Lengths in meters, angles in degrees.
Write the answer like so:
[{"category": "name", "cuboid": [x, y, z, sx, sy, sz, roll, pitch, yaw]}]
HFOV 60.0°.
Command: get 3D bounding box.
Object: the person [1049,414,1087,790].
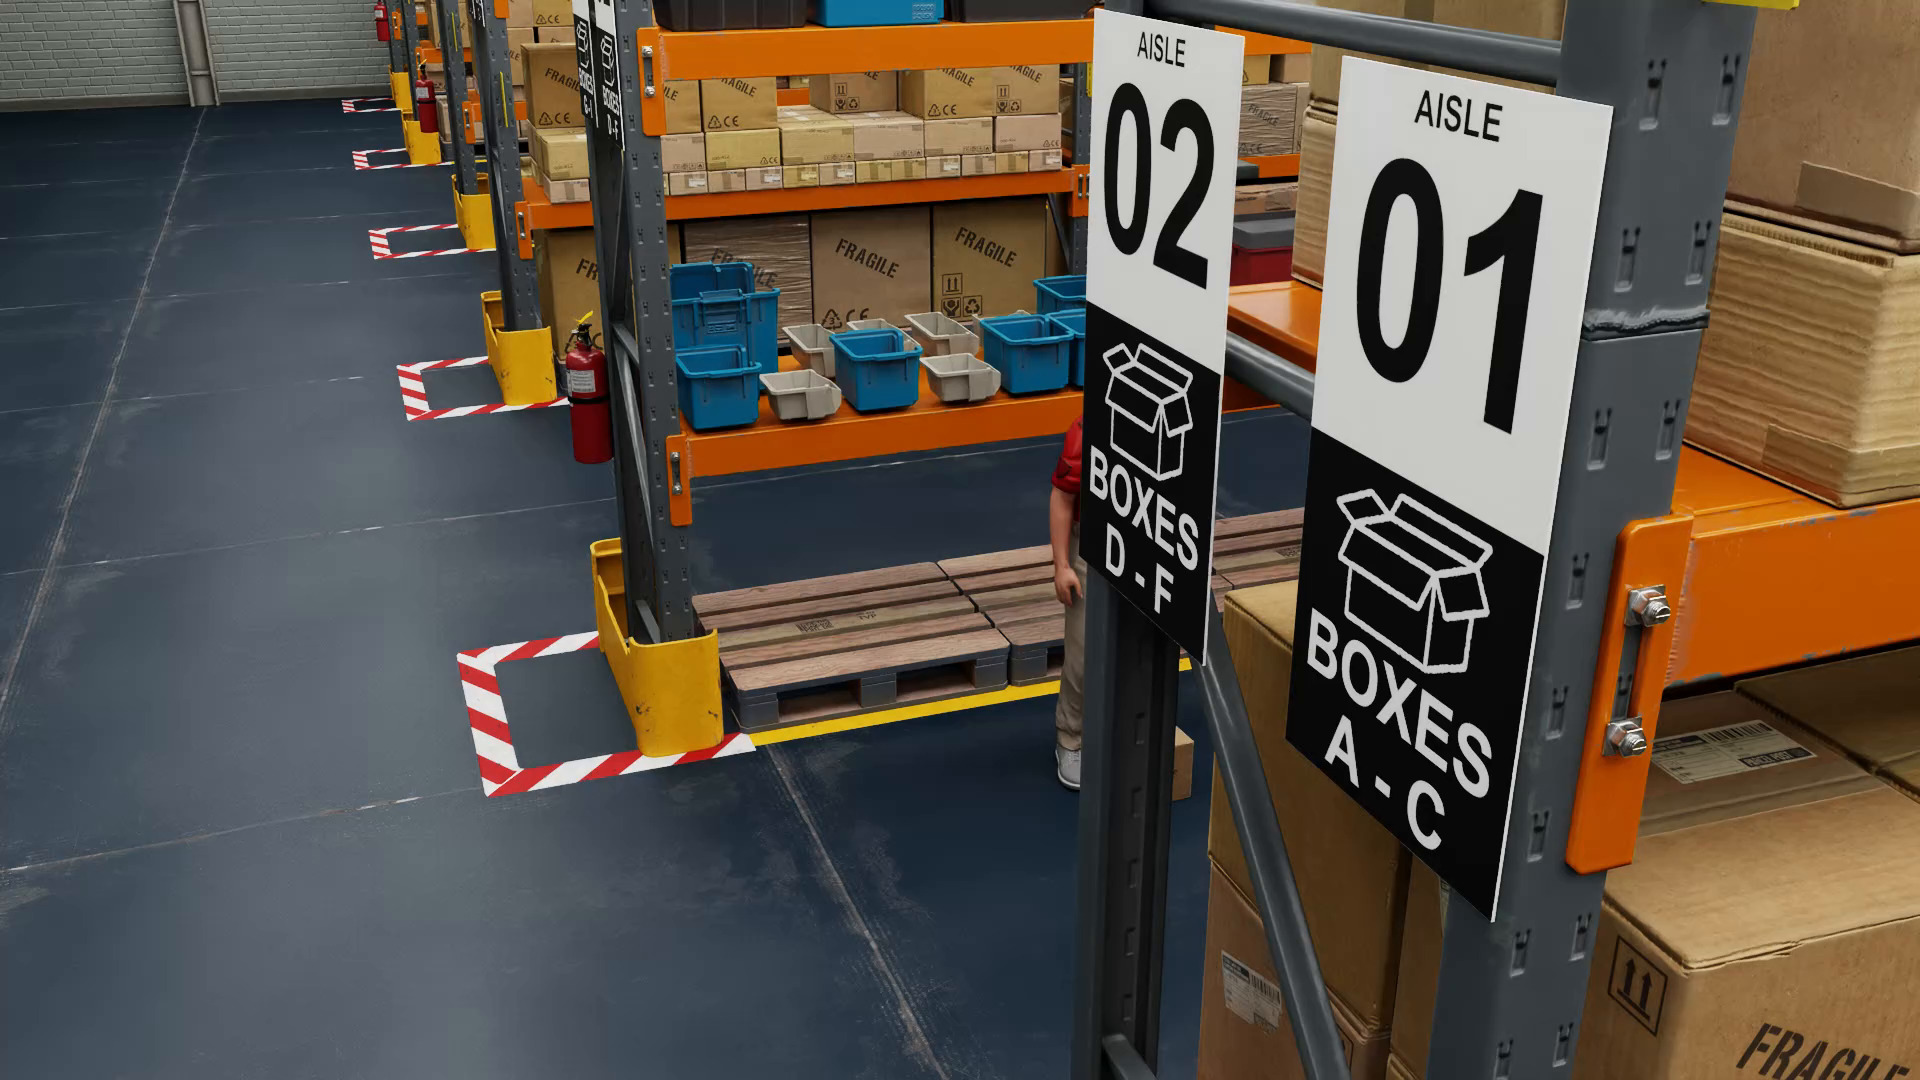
[{"category": "person", "cuboid": [0.624, 0.088, 6.398, 0.584, 1.726, 0.396, -8, 24, -19]}]
